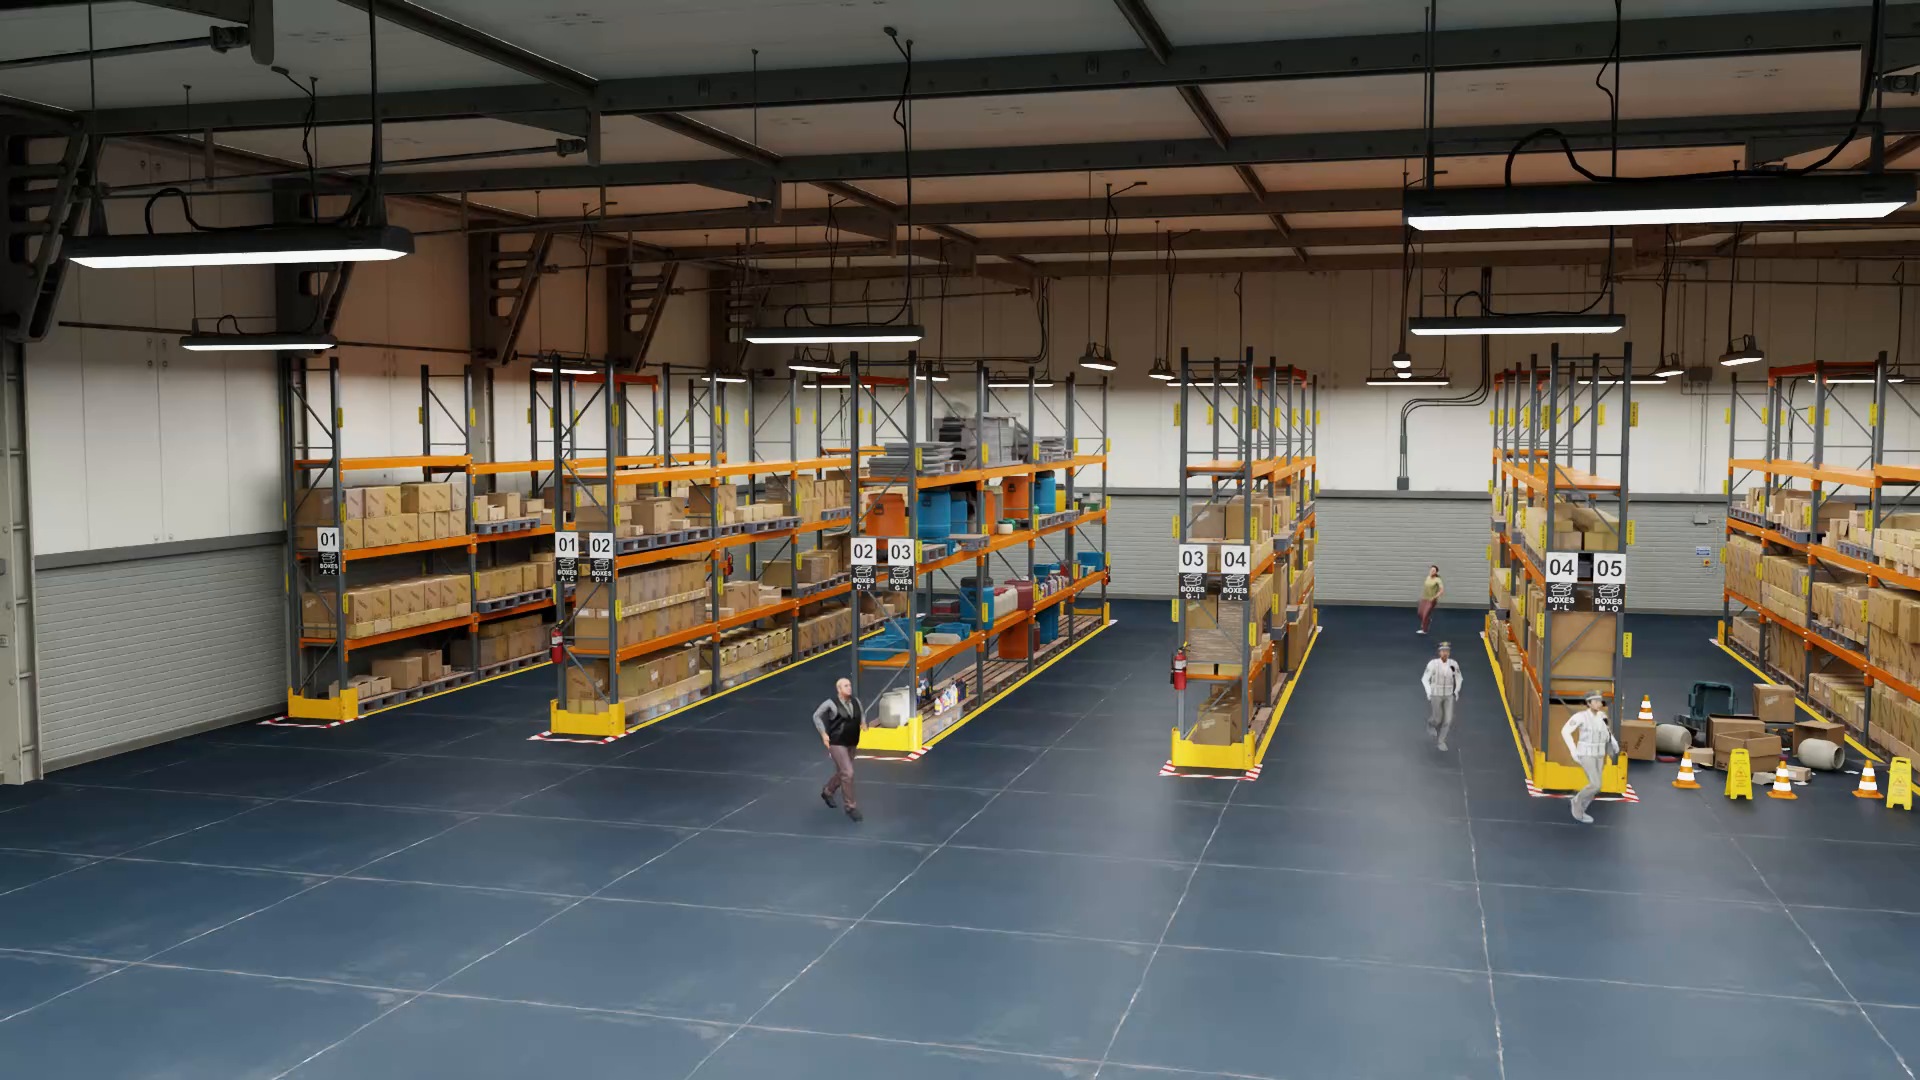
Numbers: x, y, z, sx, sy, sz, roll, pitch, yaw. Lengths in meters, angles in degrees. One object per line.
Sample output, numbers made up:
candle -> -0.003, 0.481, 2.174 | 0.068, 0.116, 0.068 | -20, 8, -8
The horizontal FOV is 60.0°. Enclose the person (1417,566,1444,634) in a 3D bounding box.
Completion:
person -> 10.871, 1.386, 38.347 | 0.527, 1.610, 0.646 | -4, 6, -42

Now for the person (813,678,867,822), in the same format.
person -> -1.471, 2.599, 20.943 | 0.879, 1.741, 0.653 | 4, 6, 43

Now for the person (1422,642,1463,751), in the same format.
person -> 7.307, 2.339, 25.211 | 0.603, 1.648, 0.593 | 0, 4, 4

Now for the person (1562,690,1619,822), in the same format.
person -> 7.815, 2.664, 20.490 | 0.623, 1.662, 0.565 | -2, 5, -23
